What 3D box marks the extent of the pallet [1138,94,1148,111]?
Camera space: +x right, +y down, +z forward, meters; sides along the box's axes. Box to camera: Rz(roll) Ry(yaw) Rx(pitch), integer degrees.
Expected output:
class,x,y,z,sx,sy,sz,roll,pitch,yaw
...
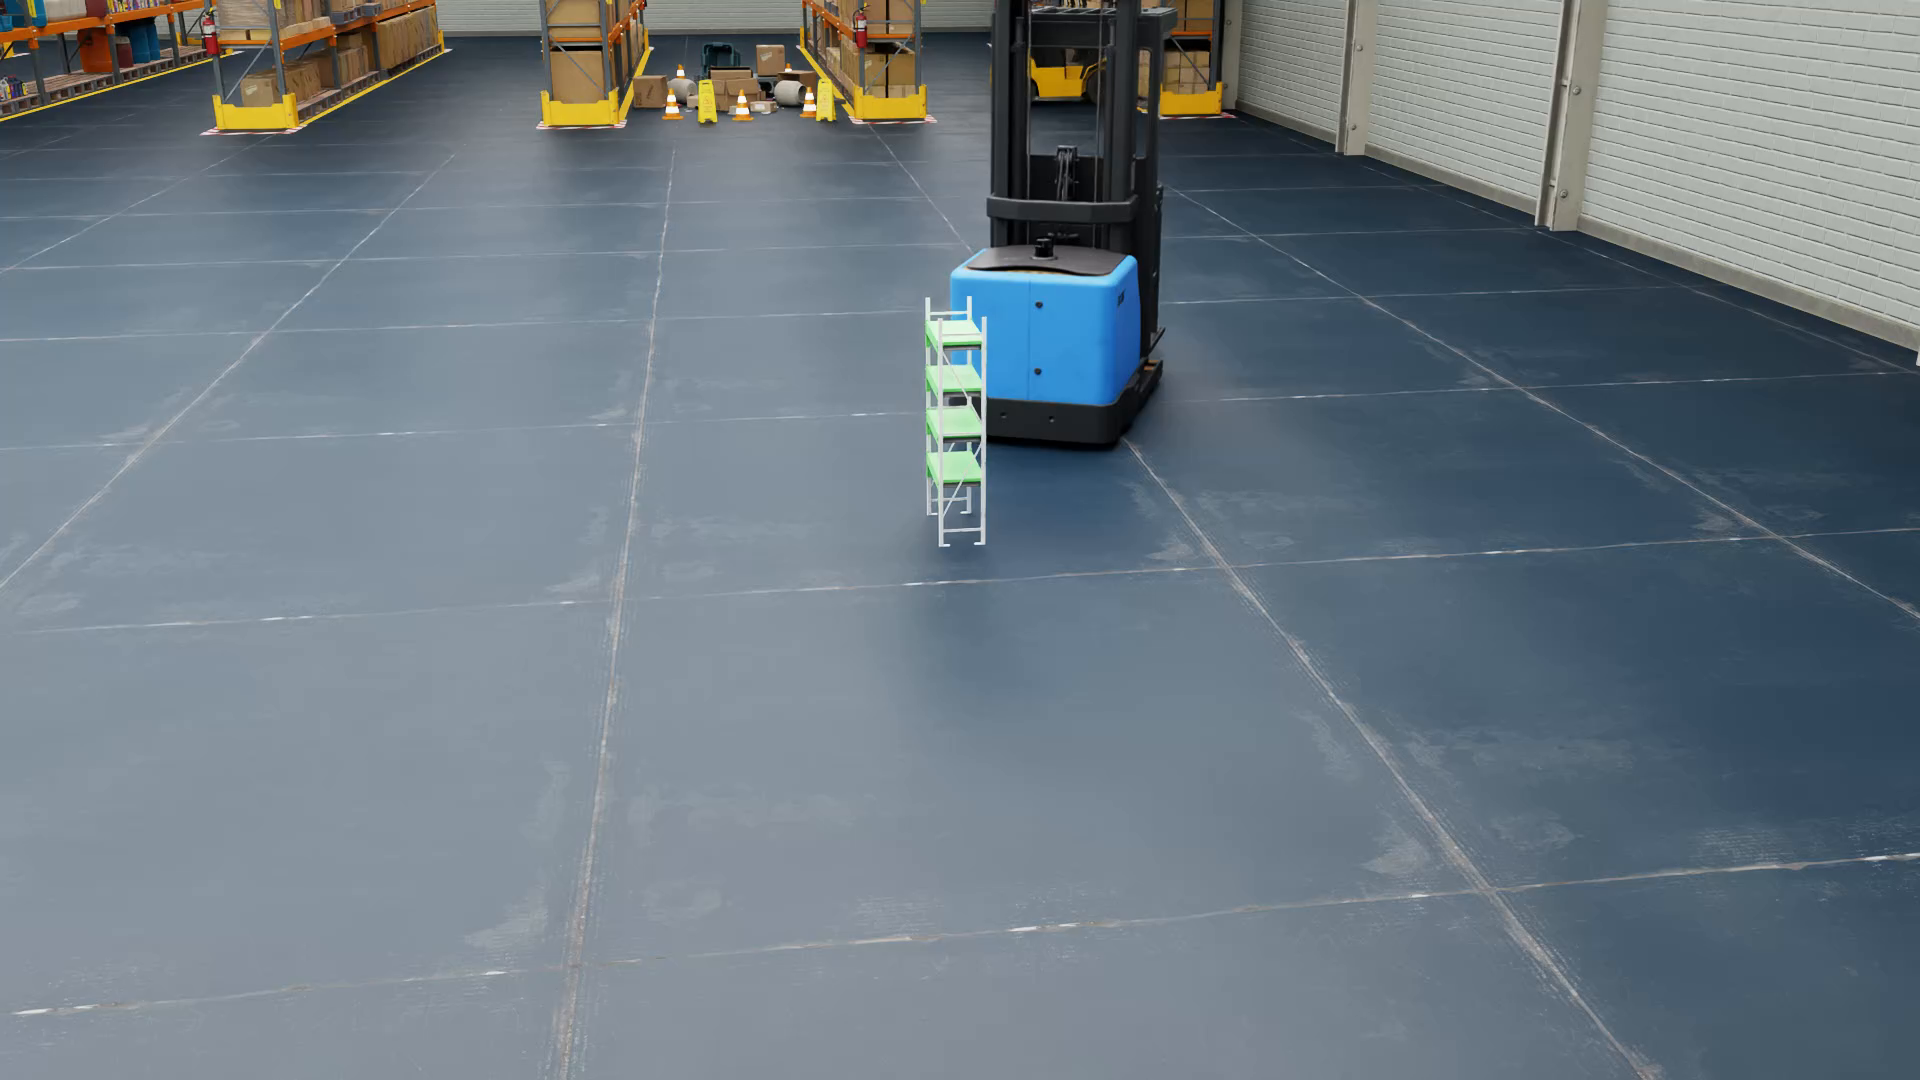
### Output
class,x,y,z,sx,sy,sz,roll,pitch,yaw
pallet,3.625,-7.530,28.576,1.003,0.211,1.213,-3,21,-8

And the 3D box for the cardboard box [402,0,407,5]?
class,x,y,z,sx,sy,sz,roll,pitch,yaw
cardboard box,-12.333,-11.876,36.083,0.500,0.500,0.500,-3,21,-8

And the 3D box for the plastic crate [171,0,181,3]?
class,x,y,z,sx,sy,sz,roll,pitch,yaw
plastic crate,-17.453,-12.107,36.668,0.402,0.464,0.583,-3,21,-8

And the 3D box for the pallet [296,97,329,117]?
class,x,y,z,sx,sy,sz,roll,pitch,yaw
pallet,-11.207,-7.247,27.817,1.003,0.211,1.213,-3,21,-8

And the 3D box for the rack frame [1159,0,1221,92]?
class,x,y,z,sx,sy,sz,roll,pitch,yaw
rack frame,3.777,-8.574,27.385,1.000,3.000,0.127,-3,21,-8

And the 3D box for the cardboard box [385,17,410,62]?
class,x,y,z,sx,sy,sz,roll,pitch,yaw
cardboard box,-12.429,-10.649,35.376,1.225,0.875,0.875,-4,21,-10

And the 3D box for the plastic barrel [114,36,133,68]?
class,x,y,z,sx,sy,sz,roll,pitch,yaw
plastic barrel,-17.246,-9.969,33.966,0.600,0.588,0.708,-3,21,-8

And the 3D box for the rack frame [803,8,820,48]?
class,x,y,z,sx,sy,sz,roll,pitch,yaw
rack frame,-3.441,-13.862,41.543,1.000,3.000,0.127,-3,21,-8

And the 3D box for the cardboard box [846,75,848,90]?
class,x,y,z,sx,sy,sz,roll,pitch,yaw
cardboard box,-1.726,-8.030,29.258,0.500,0.250,0.500,-3,21,-8

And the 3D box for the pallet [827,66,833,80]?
class,x,y,z,sx,sy,sz,roll,pitch,yaw
pallet,-2.177,-9.515,33.890,1.003,0.211,1.213,-3,21,-8

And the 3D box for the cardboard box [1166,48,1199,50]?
class,x,y,z,sx,sy,sz,roll,pitch,yaw
cardboard box,3.819,-8.300,28.551,0.500,0.250,0.500,-3,21,-8

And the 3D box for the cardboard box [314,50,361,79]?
class,x,y,z,sx,sy,sz,roll,pitch,yaw
cardboard box,-11.797,-9.009,31.494,0.700,0.500,0.500,-1,21,-3

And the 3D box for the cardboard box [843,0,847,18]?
class,x,y,z,sx,sy,sz,roll,pitch,yaw
cardboard box,-1.769,-9.380,28.975,0.500,0.500,0.500,-3,21,-8

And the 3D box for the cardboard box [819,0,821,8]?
class,x,y,z,sx,sy,sz,roll,pitch,yaw
cardboard box,-2.707,-11.360,35.058,0.500,0.250,0.500,-3,21,-7

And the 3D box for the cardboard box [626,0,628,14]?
class,x,y,z,sx,sy,sz,roll,pitch,yaw
cardboard box,-6.770,-10.539,32.504,0.500,0.500,0.500,-3,21,-8

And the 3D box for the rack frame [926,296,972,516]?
class,x,y,z,sx,sy,sz,roll,pitch,yaw
rack frame,-0.059,-0.704,8.886,0.240,1.200,0.015,-3,21,-8

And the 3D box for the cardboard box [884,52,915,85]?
class,x,y,z,sx,sy,sz,roll,pitch,yaw
cardboard box,-0.981,-7.884,27.794,0.500,0.500,0.500,-4,21,-10

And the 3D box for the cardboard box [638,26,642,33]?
class,x,y,z,sx,sy,sz,roll,pitch,yaw
cardboard box,-7.787,-12.190,39.692,0.380,0.149,0.250,-2,21,-6

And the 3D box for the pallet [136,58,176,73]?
class,x,y,z,sx,sy,sz,roll,pitch,yaw
pallet,-17.502,-10.152,35.595,1.003,0.211,1.213,-3,21,-8

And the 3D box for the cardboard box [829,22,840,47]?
class,x,y,z,sx,sy,sz,roll,pitch,yaw
cardboard box,-2.305,-10.537,35.077,0.875,0.875,0.875,-3,21,-8

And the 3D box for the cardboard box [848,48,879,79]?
class,x,y,z,sx,sy,sz,roll,pitch,yaw
cardboard box,-1.652,-8.202,28.647,0.500,0.500,0.500,-3,21,-9

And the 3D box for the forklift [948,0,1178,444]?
class,x,y,z,sx,sy,sz,roll,pitch,yaw
forklift,0.803,-2.438,11.054,1.130,2.935,3.031,5,21,14

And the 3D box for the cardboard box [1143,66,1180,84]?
class,x,y,z,sx,sy,sz,roll,pitch,yaw
cardboard box,3.397,-7.869,28.114,0.500,0.250,0.500,-3,21,-8

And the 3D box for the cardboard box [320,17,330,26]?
class,x,y,z,sx,sy,sz,roll,pitch,yaw
cardboard box,-11.196,-9.030,28.965,0.380,0.149,0.250,-3,21,-8

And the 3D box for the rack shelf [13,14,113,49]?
class,x,y,z,sx,sy,sz,roll,pitch,yaw
rack shelf,-16.707,-9.313,30.392,1.077,0.370,4.000,-3,21,-8

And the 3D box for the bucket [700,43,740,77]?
class,x,y,z,sx,sy,sz,roll,pitch,yaw
bucket,-4.294,-8.670,30.149,0.726,0.611,0.620,4,11,11

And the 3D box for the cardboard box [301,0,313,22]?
class,x,y,z,sx,sy,sz,roll,pitch,yaw
cardboard box,-11.305,-8.892,27.668,0.875,0.500,0.500,-3,21,-8

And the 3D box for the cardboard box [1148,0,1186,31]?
class,x,y,z,sx,sy,sz,roll,pitch,yaw
cardboard box,3.446,-8.778,27.788,0.500,0.500,0.500,-3,21,-9

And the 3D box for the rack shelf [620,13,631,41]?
class,x,y,z,sx,sy,sz,roll,pitch,yaw
rack shelf,-6.883,-9.778,31.637,1.077,0.370,4.000,-3,21,-8

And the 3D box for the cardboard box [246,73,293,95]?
class,x,y,z,sx,sy,sz,roll,pitch,yaw
cardboard box,-11.135,-7.270,26.867,0.500,0.500,0.500,2,21,6

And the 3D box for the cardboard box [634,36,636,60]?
class,x,y,z,sx,sy,sz,roll,pitch,yaw
cardboard box,-7.249,-10.619,35.833,0.500,0.500,0.500,-3,21,-9

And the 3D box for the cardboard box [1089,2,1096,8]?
class,x,y,z,sx,sy,sz,roll,pitch,yaw
cardboard box,2.791,-10.224,32.016,0.500,0.250,0.500,-3,21,-8

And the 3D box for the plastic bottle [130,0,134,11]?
class,x,y,z,sx,sy,sz,roll,pitch,yaw
plastic bottle,-16.938,-10.931,33.872,0.152,0.276,0.135,-3,21,-8

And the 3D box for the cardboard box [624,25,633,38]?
class,x,y,z,sx,sy,sz,roll,pitch,yaw
cardboard box,-7.104,-10.611,34.740,0.500,0.250,0.500,-3,21,-8

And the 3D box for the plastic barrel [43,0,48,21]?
class,x,y,z,sx,sy,sz,roll,pitch,yaw
plastic barrel,-16.340,-9.363,29.305,0.433,0.535,0.433,0,20,0

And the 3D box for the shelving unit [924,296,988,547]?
class,x,y,z,sx,sy,sz,roll,pitch,yaw
shelving unit,-0.024,-0.619,8.660,0.258,1.200,0.503,-3,21,-8

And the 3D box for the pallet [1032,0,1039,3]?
class,x,y,z,sx,sy,sz,roll,pitch,yaw
pallet,2.054,-12.356,37.787,1.003,0.211,1.213,-3,21,-8

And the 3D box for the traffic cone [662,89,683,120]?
class,x,y,z,sx,sy,sz,roll,pitch,yaw
traffic cone,-4.690,-7.105,27.077,0.336,0.463,0.334,-3,21,-8

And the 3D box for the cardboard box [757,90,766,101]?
class,x,y,z,sx,sy,sz,roll,pitch,yaw
cardboard box,-3.718,-8.036,29.852,0.396,0.266,0.258,17,27,39

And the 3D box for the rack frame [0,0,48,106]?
class,x,y,z,sx,sy,sz,roll,pitch,yaw
rack frame,-16.419,-8.957,28.412,1.000,3.000,0.127,-3,21,-8

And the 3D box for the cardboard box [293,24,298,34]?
class,x,y,z,sx,sy,sz,roll,pitch,yaw
cardboard box,-10.933,-8.248,26.871,0.380,0.149,0.250,-3,21,-8

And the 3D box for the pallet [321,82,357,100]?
class,x,y,z,sx,sy,sz,roll,pitch,yaw
pallet,-11.631,-8.170,30.290,1.003,0.211,1.213,-3,21,-8

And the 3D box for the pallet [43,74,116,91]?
class,x,y,z,sx,sy,sz,roll,pitch,yaw
pallet,-16.922,-8.766,31.884,1.003,0.211,1.213,-3,21,-8

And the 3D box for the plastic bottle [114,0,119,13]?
class,x,y,z,sx,sy,sz,roll,pitch,yaw
plastic bottle,-16.805,-10.611,33.015,0.152,0.276,0.135,-3,21,-8

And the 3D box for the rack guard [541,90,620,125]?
class,x,y,z,sx,sy,sz,roll,pitch,yaw
rack guard,-6.015,-6.858,26.364,1.175,0.500,0.348,-3,21,-8

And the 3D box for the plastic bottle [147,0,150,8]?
class,x,y,z,sx,sy,sz,roll,pitch,yaw
plastic bottle,-17.089,-11.338,34.857,0.144,0.351,0.185,-3,21,-8

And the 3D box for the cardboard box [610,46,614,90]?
class,x,y,z,sx,sy,sz,roll,pitch,yaw
cardboard box,-6.440,-8.091,28.528,0.875,0.875,0.875,-3,21,-7

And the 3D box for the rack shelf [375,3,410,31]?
class,x,y,z,sx,sy,sz,roll,pitch,yaw
rack shelf,-12.383,-10.948,34.769,1.077,0.370,4.000,-3,21,-8

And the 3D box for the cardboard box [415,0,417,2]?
class,x,y,z,sx,sy,sz,roll,pitch,yaw
cardboard box,-12.500,-12.252,37.591,0.380,0.149,0.250,-3,21,-9

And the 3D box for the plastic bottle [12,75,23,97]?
class,x,y,z,sx,sy,sz,roll,pitch,yaw
plastic bottle,-16.041,-7.714,28.240,0.144,0.351,0.185,-3,21,-9
